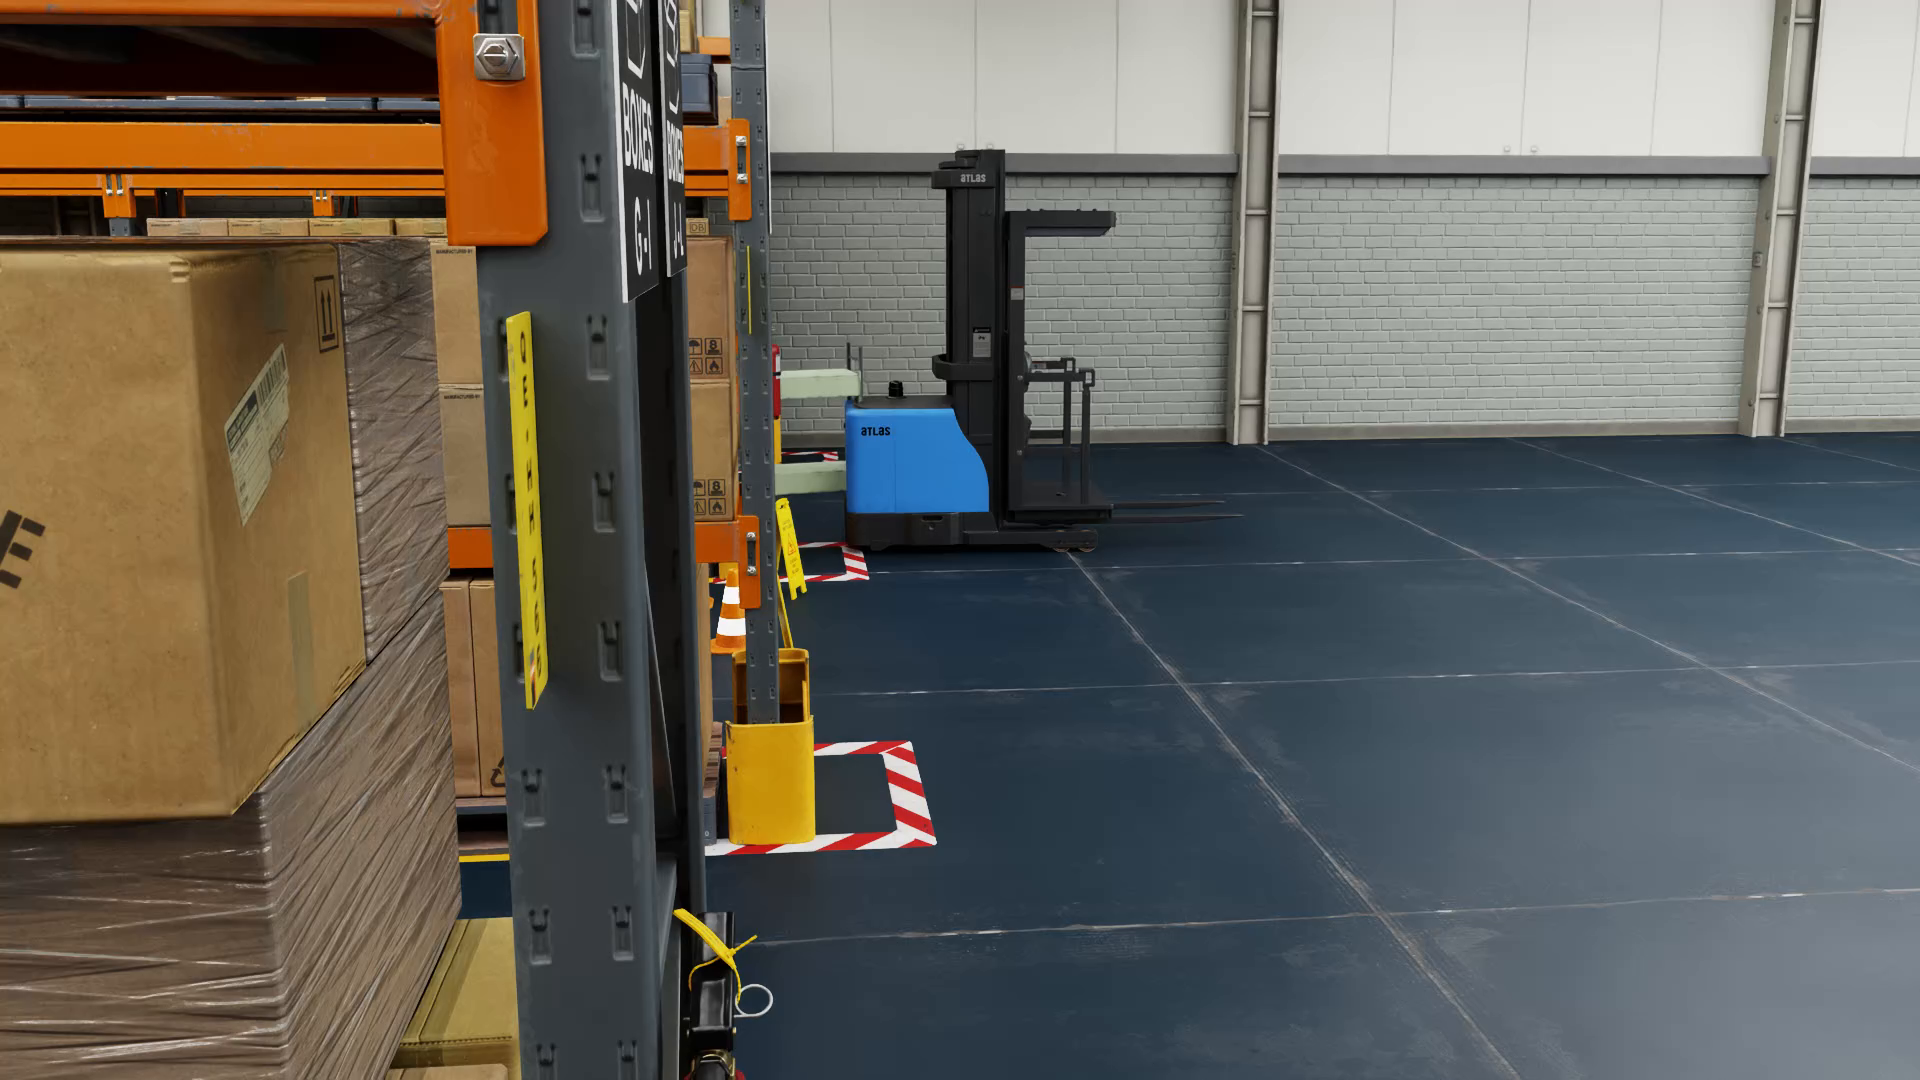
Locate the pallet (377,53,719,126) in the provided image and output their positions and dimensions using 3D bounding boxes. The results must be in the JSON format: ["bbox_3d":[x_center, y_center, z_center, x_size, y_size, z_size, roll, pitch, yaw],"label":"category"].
[{"bbox_3d":[-1.576,-1.774,6.569,1.213,0.211,1.003,-1,11,-6],"label":"pallet"}]

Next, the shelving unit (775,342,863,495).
[{"bbox_3d":[-1.146,-0.717,12.607,0.755,1.500,0.431,-4,13,-18],"label":"shelving unit"}]

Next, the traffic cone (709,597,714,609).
[{"bbox_3d":[-1.763,0.191,10.698,0.334,0.463,0.336,-1,11,-6],"label":"traffic cone"}]

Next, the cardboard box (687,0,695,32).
[{"bbox_3d":[-1.347,-2.202,6.785,0.500,0.250,0.500,-1,11,-6],"label":"cardboard box"}]

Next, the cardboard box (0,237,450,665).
[{"bbox_3d":[-0.981,-0.136,2.163,0.500,0.500,0.500,-1,11,-6],"label":"cardboard box"}]

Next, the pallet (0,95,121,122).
[{"bbox_3d":[-4.002,-1.723,6.311,1.213,0.211,1.003,-1,11,-6],"label":"pallet"}]

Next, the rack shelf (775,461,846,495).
[{"bbox_3d":[-1.146,-0.398,12.676,0.720,0.370,0.431,-4,13,-18],"label":"rack shelf"}]

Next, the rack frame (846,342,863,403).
[{"bbox_3d":[-0.798,-0.741,12.719,0.023,1.500,0.400,-4,13,-18],"label":"rack frame"}]

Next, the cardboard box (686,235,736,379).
[{"bbox_3d":[-1.213,-0.966,6.819,0.550,0.550,0.875,-1,11,-6],"label":"cardboard box"}]

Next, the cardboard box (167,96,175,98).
[{"bbox_3d":[-5.103,-2.911,10.706,0.250,0.149,0.380,-1,11,-7],"label":"cardboard box"}]

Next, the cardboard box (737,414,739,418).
[{"bbox_3d":[-2.504,-1.394,16.928,0.500,0.250,0.500,-1,11,-5],"label":"cardboard box"}]

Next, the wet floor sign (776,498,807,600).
[{"bbox_3d":[-1.170,0.046,10.960,0.232,0.644,0.267,3,11,14],"label":"wet floor sign"}]

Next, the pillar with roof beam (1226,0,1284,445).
[{"bbox_3d":[3.626,-4.664,13.262,0.400,9.000,9.100,-1,11,-6],"label":"pillar with roof beam"}]

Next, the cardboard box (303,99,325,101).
[{"bbox_3d":[-3.973,-2.748,10.913,0.500,0.250,0.500,-1,11,-6],"label":"cardboard box"}]

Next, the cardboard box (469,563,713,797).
[{"bbox_3d":[-1.507,0.500,6.967,0.875,0.875,0.875,-1,11,-6],"label":"cardboard box"}]

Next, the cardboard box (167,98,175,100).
[{"bbox_3d":[-4.984,-2.728,10.809,0.500,0.250,0.500,-1,11,-7],"label":"cardboard box"}]

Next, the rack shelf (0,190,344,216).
[{"bbox_3d":[-7.979,-3.256,15.743,4.000,0.370,1.077,-1,11,-6],"label":"rack shelf"}]

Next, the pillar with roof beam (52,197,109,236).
[{"bbox_3d":[-8.304,-4.414,11.990,0.400,9.000,9.100,-1,11,-6],"label":"pillar with roof beam"}]

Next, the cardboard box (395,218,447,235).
[{"bbox_3d":[-3.470,-1.920,11.237,0.500,0.500,0.700,-1,11,-6],"label":"cardboard box"}]

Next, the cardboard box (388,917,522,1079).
[{"bbox_3d":[-0.714,0.674,2.317,0.250,0.149,0.380,-1,11,-6],"label":"cardboard box"}]

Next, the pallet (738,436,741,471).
[{"bbox_3d":[-2.770,-0.870,16.746,1.213,0.211,1.003,-1,11,-6],"label":"pallet"}]

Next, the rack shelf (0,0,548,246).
[{"bbox_3d":[-2.393,-0.487,1.658,4.000,0.370,1.077,-1,11,-6],"label":"rack shelf"}]

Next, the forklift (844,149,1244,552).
[{"bbox_3d":[0.627,-1.447,12.632,3.031,2.935,1.130,-1,11,-4],"label":"forklift"}]

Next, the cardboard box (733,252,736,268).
[{"bbox_3d":[-2.371,-2.809,16.670,0.250,0.149,0.380,-1,11,-7],"label":"cardboard box"}]

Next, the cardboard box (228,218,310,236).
[{"bbox_3d":[-4.480,-1.887,11.066,0.500,0.500,0.700,-1,11,-6],"label":"cardboard box"}]

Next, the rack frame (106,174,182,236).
[{"bbox_3d":[-5.451,-1.227,11.333,0.127,3.000,1.000,-1,11,-6],"label":"rack frame"}]

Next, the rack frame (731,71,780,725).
[{"bbox_3d":[-0.840,-0.363,6.939,0.127,3.000,1.000,-1,11,-6],"label":"rack frame"}]

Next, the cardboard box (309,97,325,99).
[{"bbox_3d":[-4.079,-2.941,10.859,0.250,0.149,0.380,-2,11,-8],"label":"cardboard box"}]

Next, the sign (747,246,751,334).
[{"bbox_3d":[-0.795,-0.943,6.274,0.005,0.325,0.100,-1,11,-6],"label":"sign"}]

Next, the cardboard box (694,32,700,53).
[{"bbox_3d":[-1.215,-2.021,6.900,0.250,0.149,0.380,-1,11,-6],"label":"cardboard box"}]

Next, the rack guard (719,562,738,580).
[{"bbox_3d":[-1.550,-0.082,11.990,0.348,0.500,1.175,-1,11,-6],"label":"rack guard"}]

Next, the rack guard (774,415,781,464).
[{"bbox_3d":[-1.991,-1.036,16.842,0.348,0.500,1.175,-1,11,-6],"label":"rack guard"}]

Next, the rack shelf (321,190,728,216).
[{"bbox_3d":[-4.003,-3.339,16.167,4.000,0.370,1.077,-1,11,-6],"label":"rack shelf"}]

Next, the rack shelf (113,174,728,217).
[{"bbox_3d":[-3.463,-2.387,11.325,4.000,0.370,1.077,-1,11,-6],"label":"rack shelf"}]

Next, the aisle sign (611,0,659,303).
[{"bbox_3d":[-0.310,-0.629,1.553,0.004,0.787,0.394,-1,11,-6],"label":"aisle sign"}]

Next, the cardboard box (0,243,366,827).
[{"bbox_3d":[-0.925,-0.037,1.656,0.500,0.500,0.500,-1,11,-6],"label":"cardboard box"}]

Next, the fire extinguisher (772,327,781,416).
[{"bbox_3d":[-1.311,-1.186,11.327,0.183,0.674,0.296,-1,11,-6],"label":"fire extinguisher"}]

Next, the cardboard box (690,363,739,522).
[{"bbox_3d":[-1.204,-0.420,6.841,0.550,0.550,0.875,-1,11,-6],"label":"cardboard box"}]

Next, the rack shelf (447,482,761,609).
[{"bbox_3d":[-2.828,0.032,6.797,4.000,0.370,1.077,-1,11,-6],"label":"rack shelf"}]

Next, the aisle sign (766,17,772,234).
[{"bbox_3d":[-0.737,-1.583,6.403,0.004,0.787,0.394,-1,11,-6],"label":"aisle sign"}]

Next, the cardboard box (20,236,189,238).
[{"bbox_3d":[-3.360,-0.903,6.497,0.550,0.550,0.875,-1,11,-6],"label":"cardboard box"}]

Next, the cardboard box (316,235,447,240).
[{"bbox_3d":[-2.321,-0.952,6.744,0.550,0.550,0.875,-1,11,-6],"label":"cardboard box"}]
